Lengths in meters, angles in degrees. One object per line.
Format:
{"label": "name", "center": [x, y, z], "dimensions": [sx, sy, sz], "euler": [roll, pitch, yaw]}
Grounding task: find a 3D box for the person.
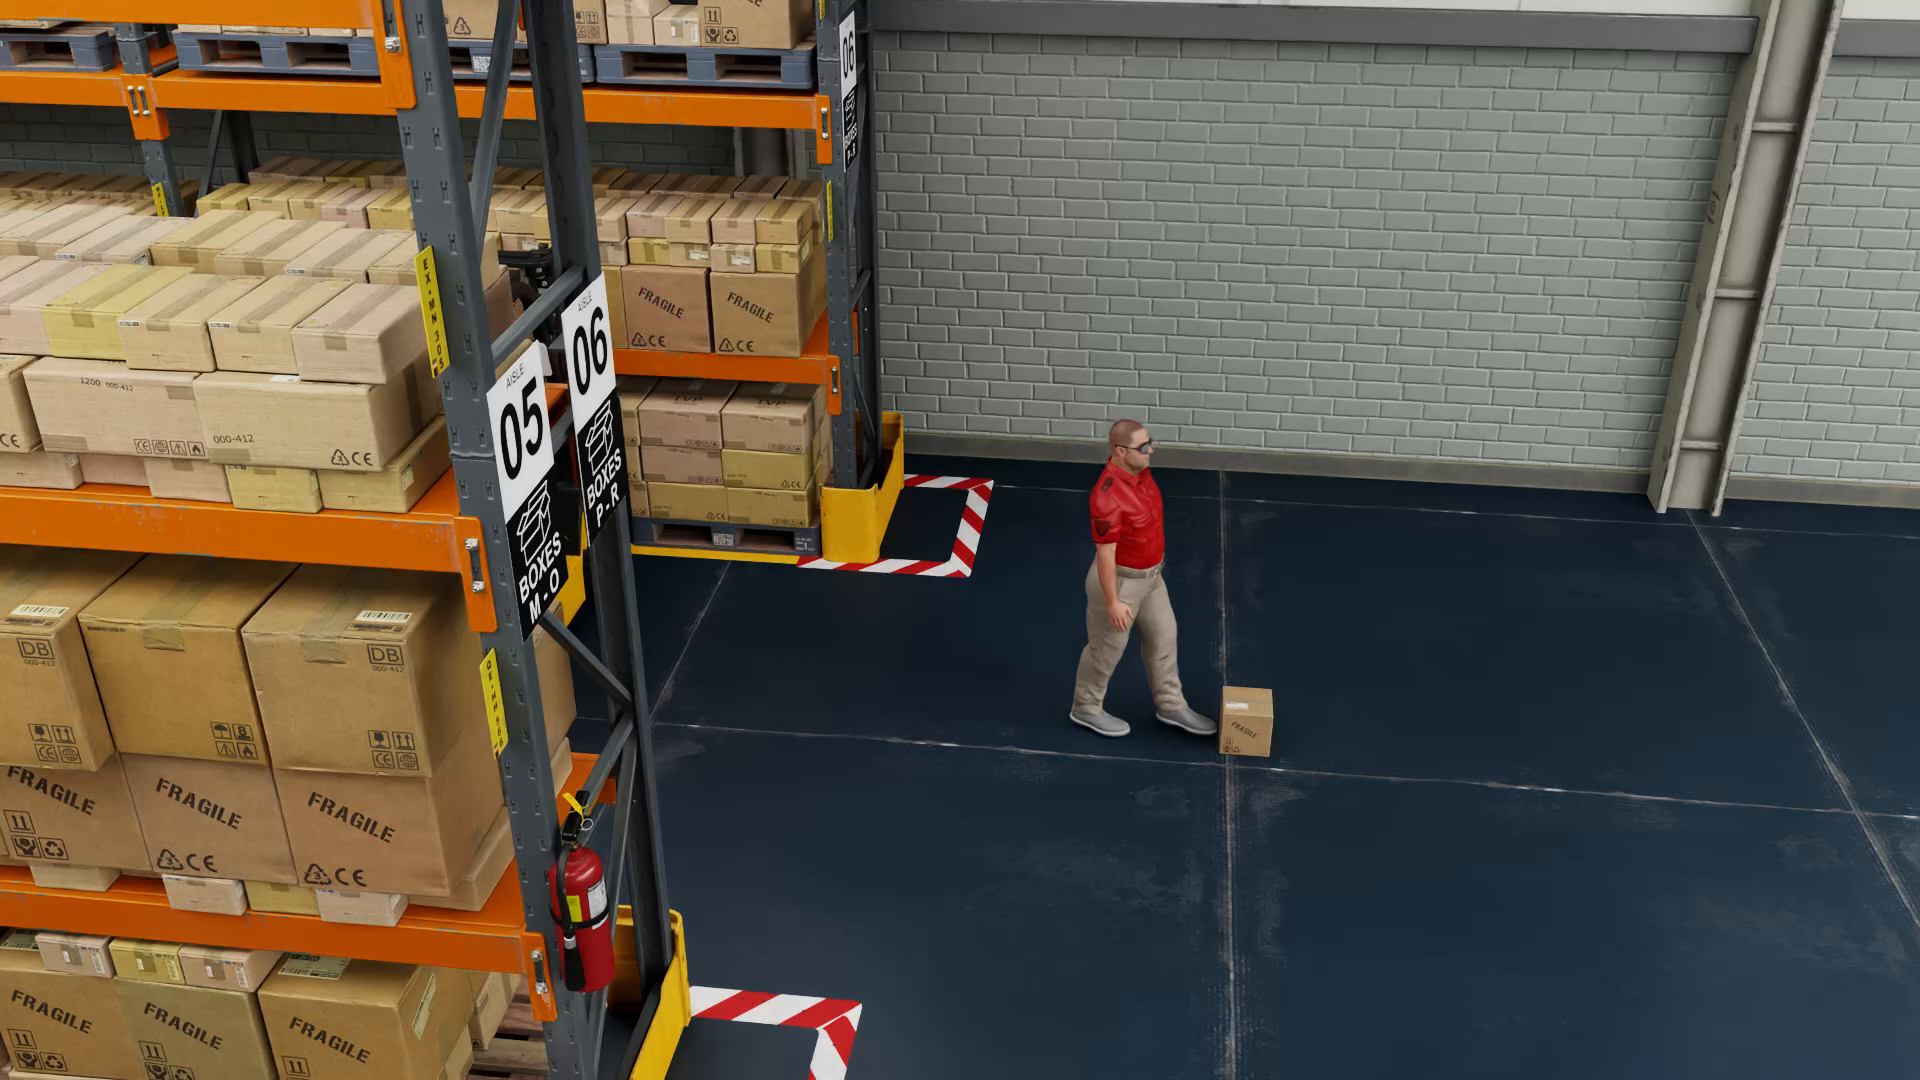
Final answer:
{"label": "person", "center": [0.930, 0.230, 8.192], "dimensions": [0.726, 1.714, 0.547], "euler": [15, 32, 25]}
